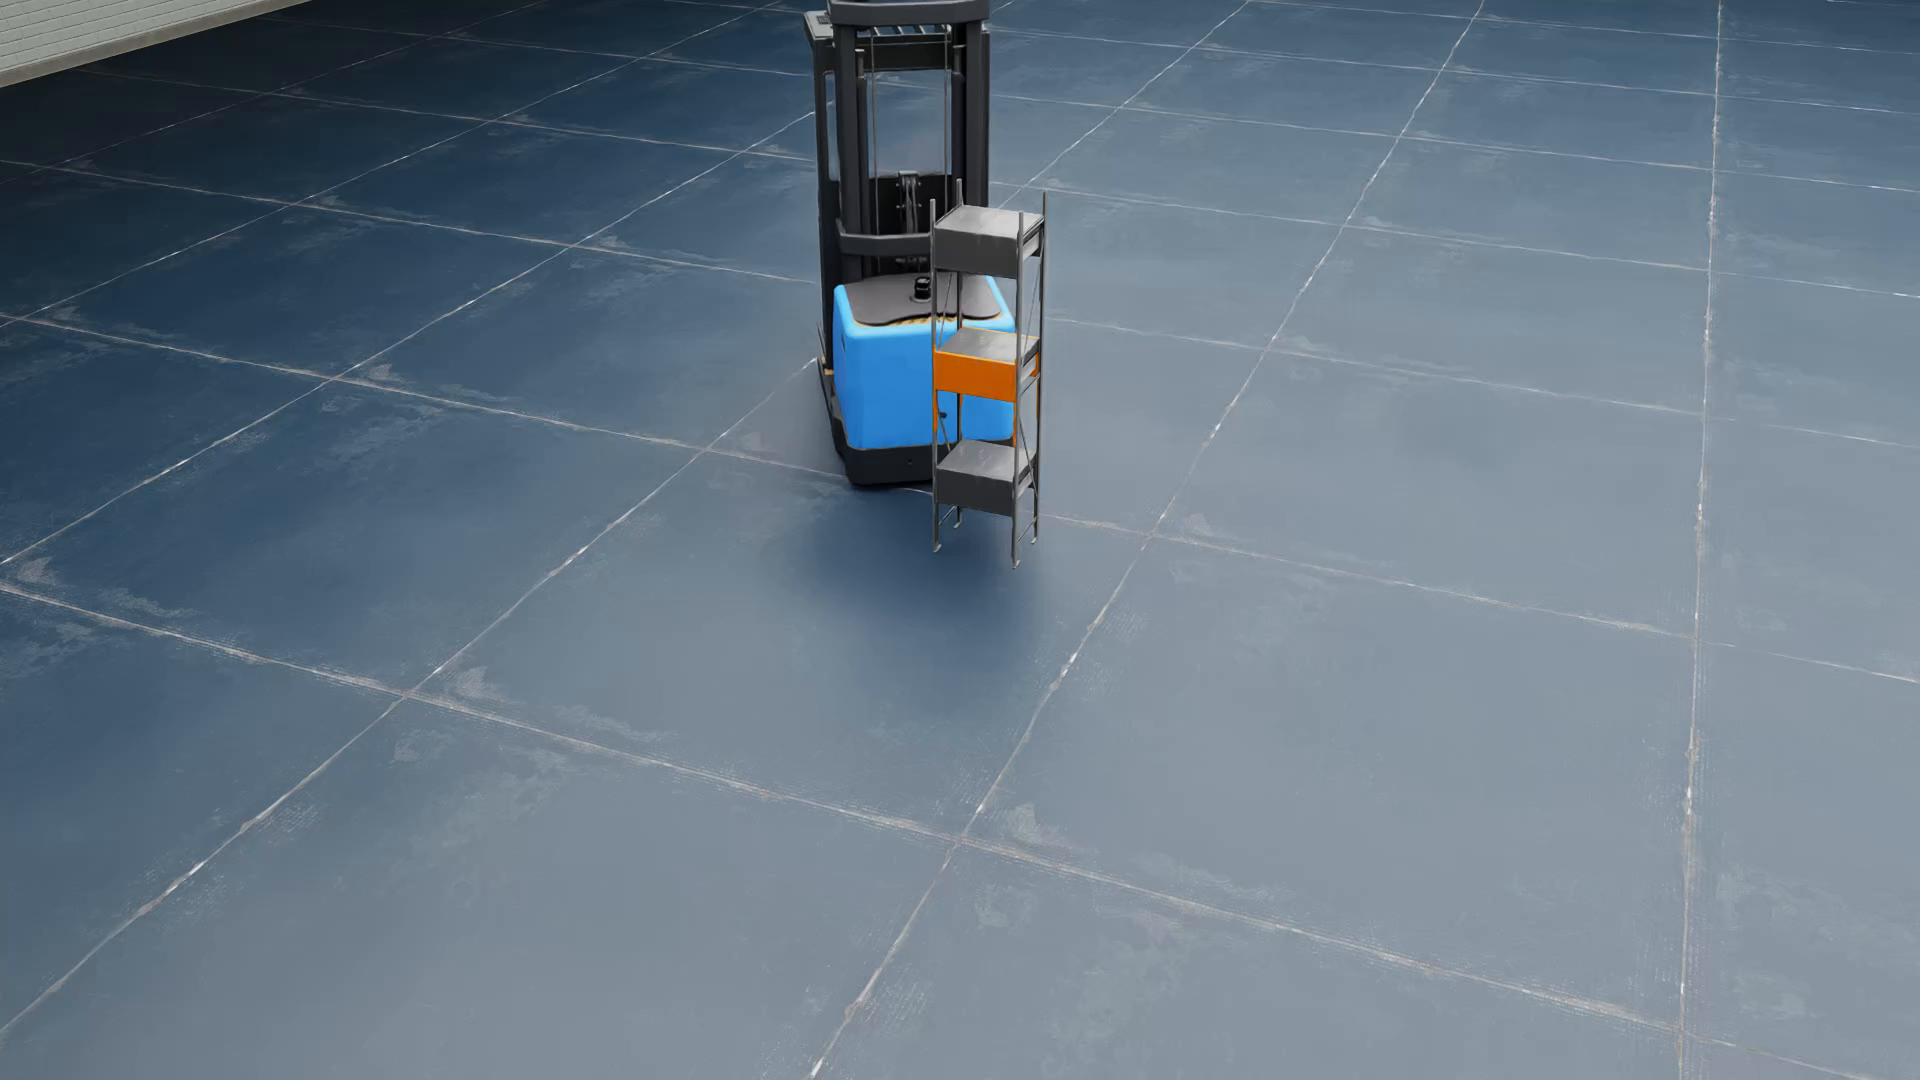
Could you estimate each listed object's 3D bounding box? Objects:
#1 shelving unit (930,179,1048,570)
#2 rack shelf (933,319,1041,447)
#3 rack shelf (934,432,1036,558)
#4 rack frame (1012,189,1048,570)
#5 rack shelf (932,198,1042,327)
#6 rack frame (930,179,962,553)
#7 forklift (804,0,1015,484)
[{"bbox_3d":[0.153,-0.883,9.179,0.503,2.100,0.431,11,31,19],"label":"shelving unit"},{"bbox_3d":[0.153,-0.872,9.186,0.480,0.518,0.431,11,31,19],"label":"rack shelf"},{"bbox_3d":[0.153,-0.262,9.530,0.480,0.518,0.431,11,31,19],"label":"rack shelf"},{"bbox_3d":[0.379,-0.838,9.099,0.015,2.100,0.400,11,31,19],"label":"rack frame"},{"bbox_3d":[0.153,-1.481,8.841,0.480,0.518,0.431,11,31,19],"label":"rack shelf"},{"bbox_3d":[-0.073,-0.929,9.259,0.015,2.100,0.400,11,31,19],"label":"rack frame"},{"bbox_3d":[-0.399,-2.323,10.880,1.130,2.935,3.031,-5,30,-8],"label":"forklift"}]
